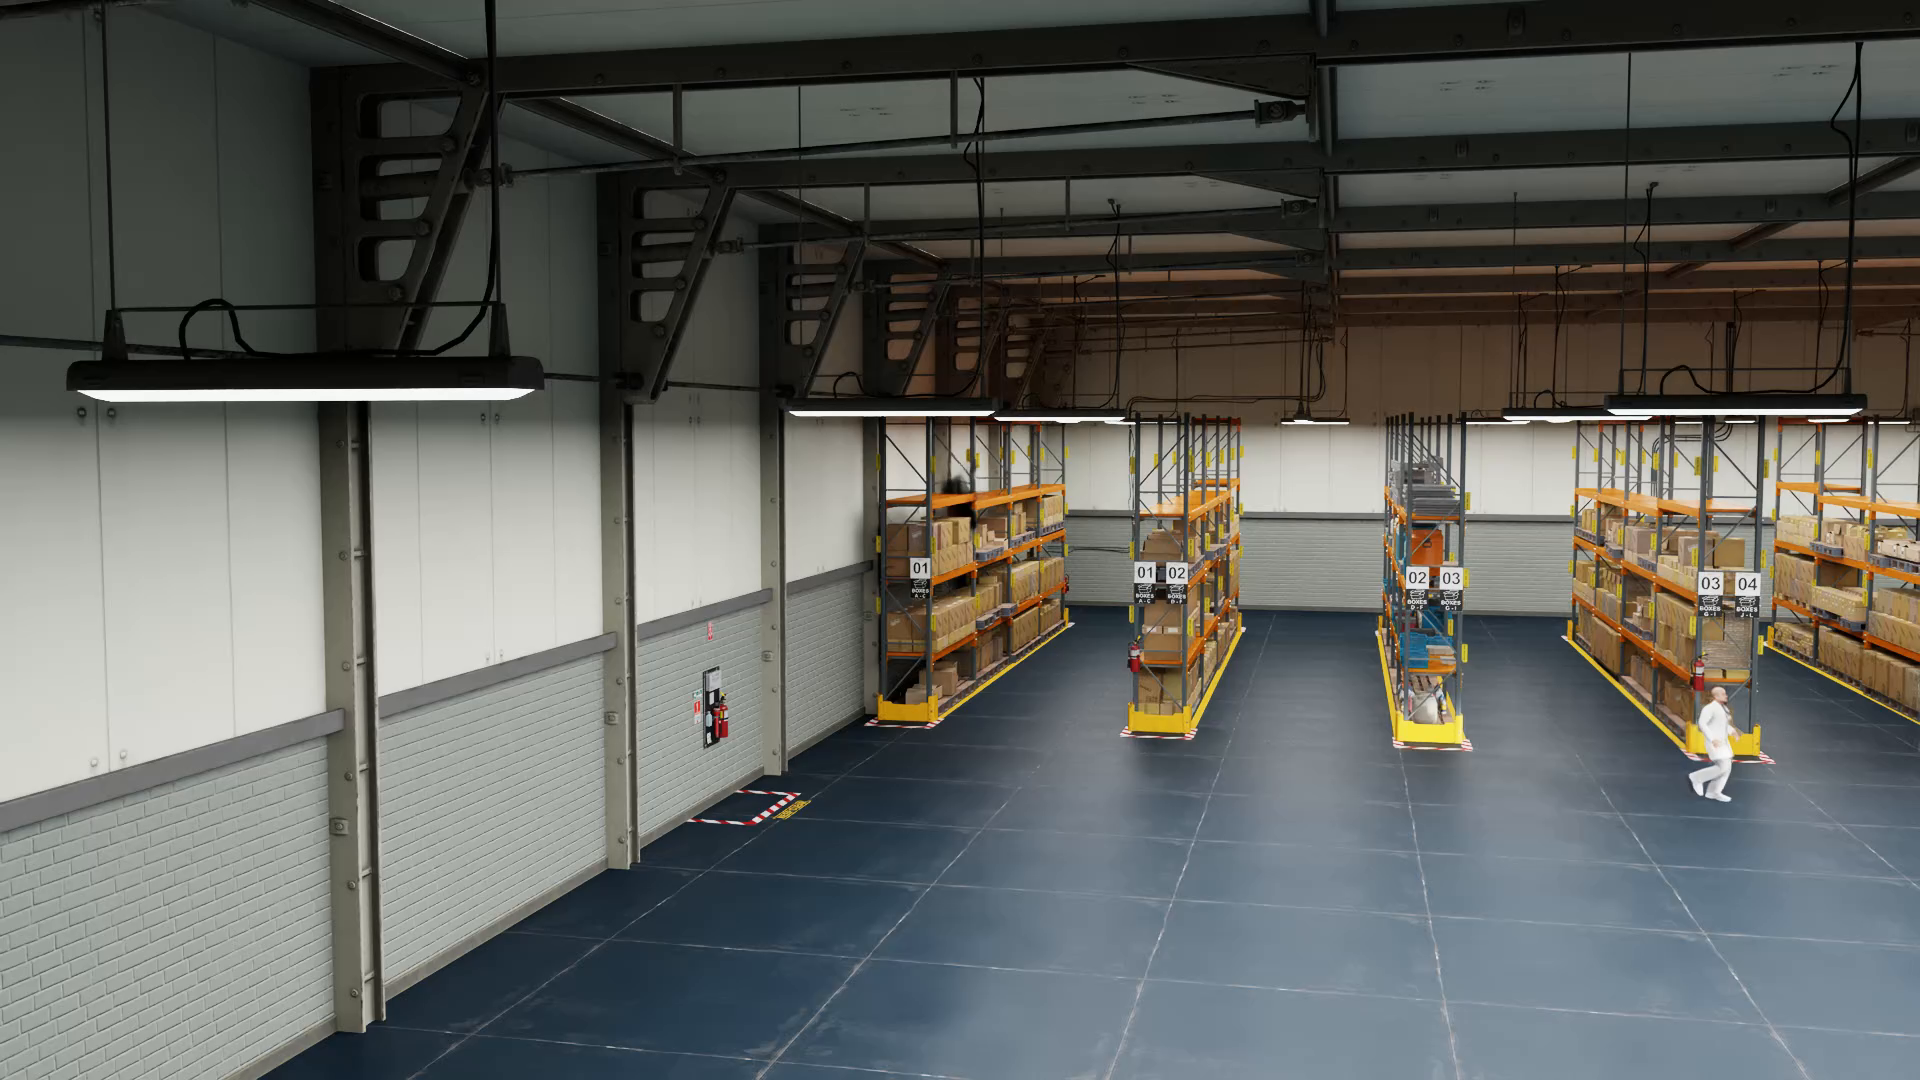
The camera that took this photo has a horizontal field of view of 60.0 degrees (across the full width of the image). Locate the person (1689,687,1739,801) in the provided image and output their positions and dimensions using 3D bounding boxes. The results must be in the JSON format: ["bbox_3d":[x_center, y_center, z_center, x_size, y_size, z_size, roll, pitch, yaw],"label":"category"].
[{"bbox_3d":[11.616,3.123,25.605,0.634,1.749,0.730,4,5,43],"label":"person"}]
